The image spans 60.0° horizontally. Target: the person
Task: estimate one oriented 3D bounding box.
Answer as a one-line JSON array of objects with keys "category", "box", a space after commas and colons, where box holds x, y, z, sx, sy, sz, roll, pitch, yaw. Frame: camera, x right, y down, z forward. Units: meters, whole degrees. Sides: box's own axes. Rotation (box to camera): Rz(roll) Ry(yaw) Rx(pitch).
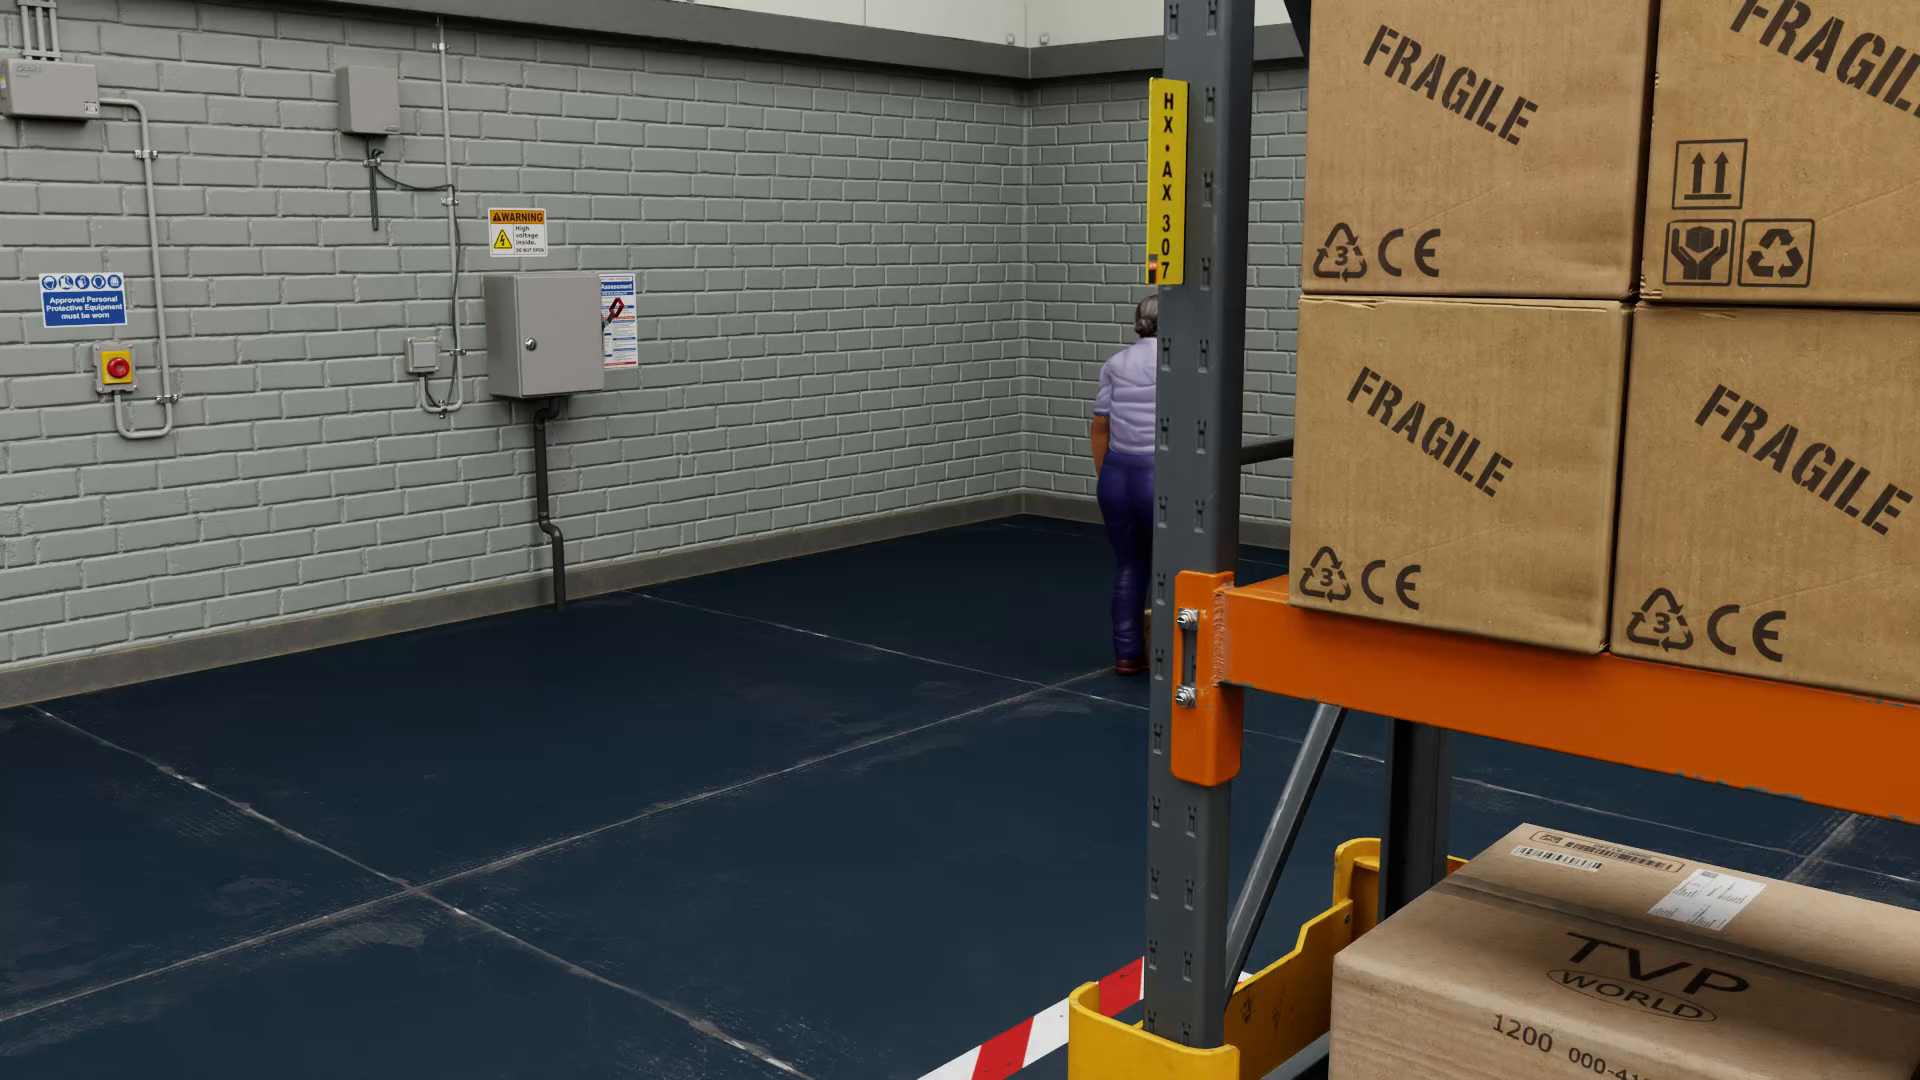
[{"category": "person", "box": [0.835, -0.217, 7.132, 0.552, 1.651, 0.425, 8, 13, 37]}]
